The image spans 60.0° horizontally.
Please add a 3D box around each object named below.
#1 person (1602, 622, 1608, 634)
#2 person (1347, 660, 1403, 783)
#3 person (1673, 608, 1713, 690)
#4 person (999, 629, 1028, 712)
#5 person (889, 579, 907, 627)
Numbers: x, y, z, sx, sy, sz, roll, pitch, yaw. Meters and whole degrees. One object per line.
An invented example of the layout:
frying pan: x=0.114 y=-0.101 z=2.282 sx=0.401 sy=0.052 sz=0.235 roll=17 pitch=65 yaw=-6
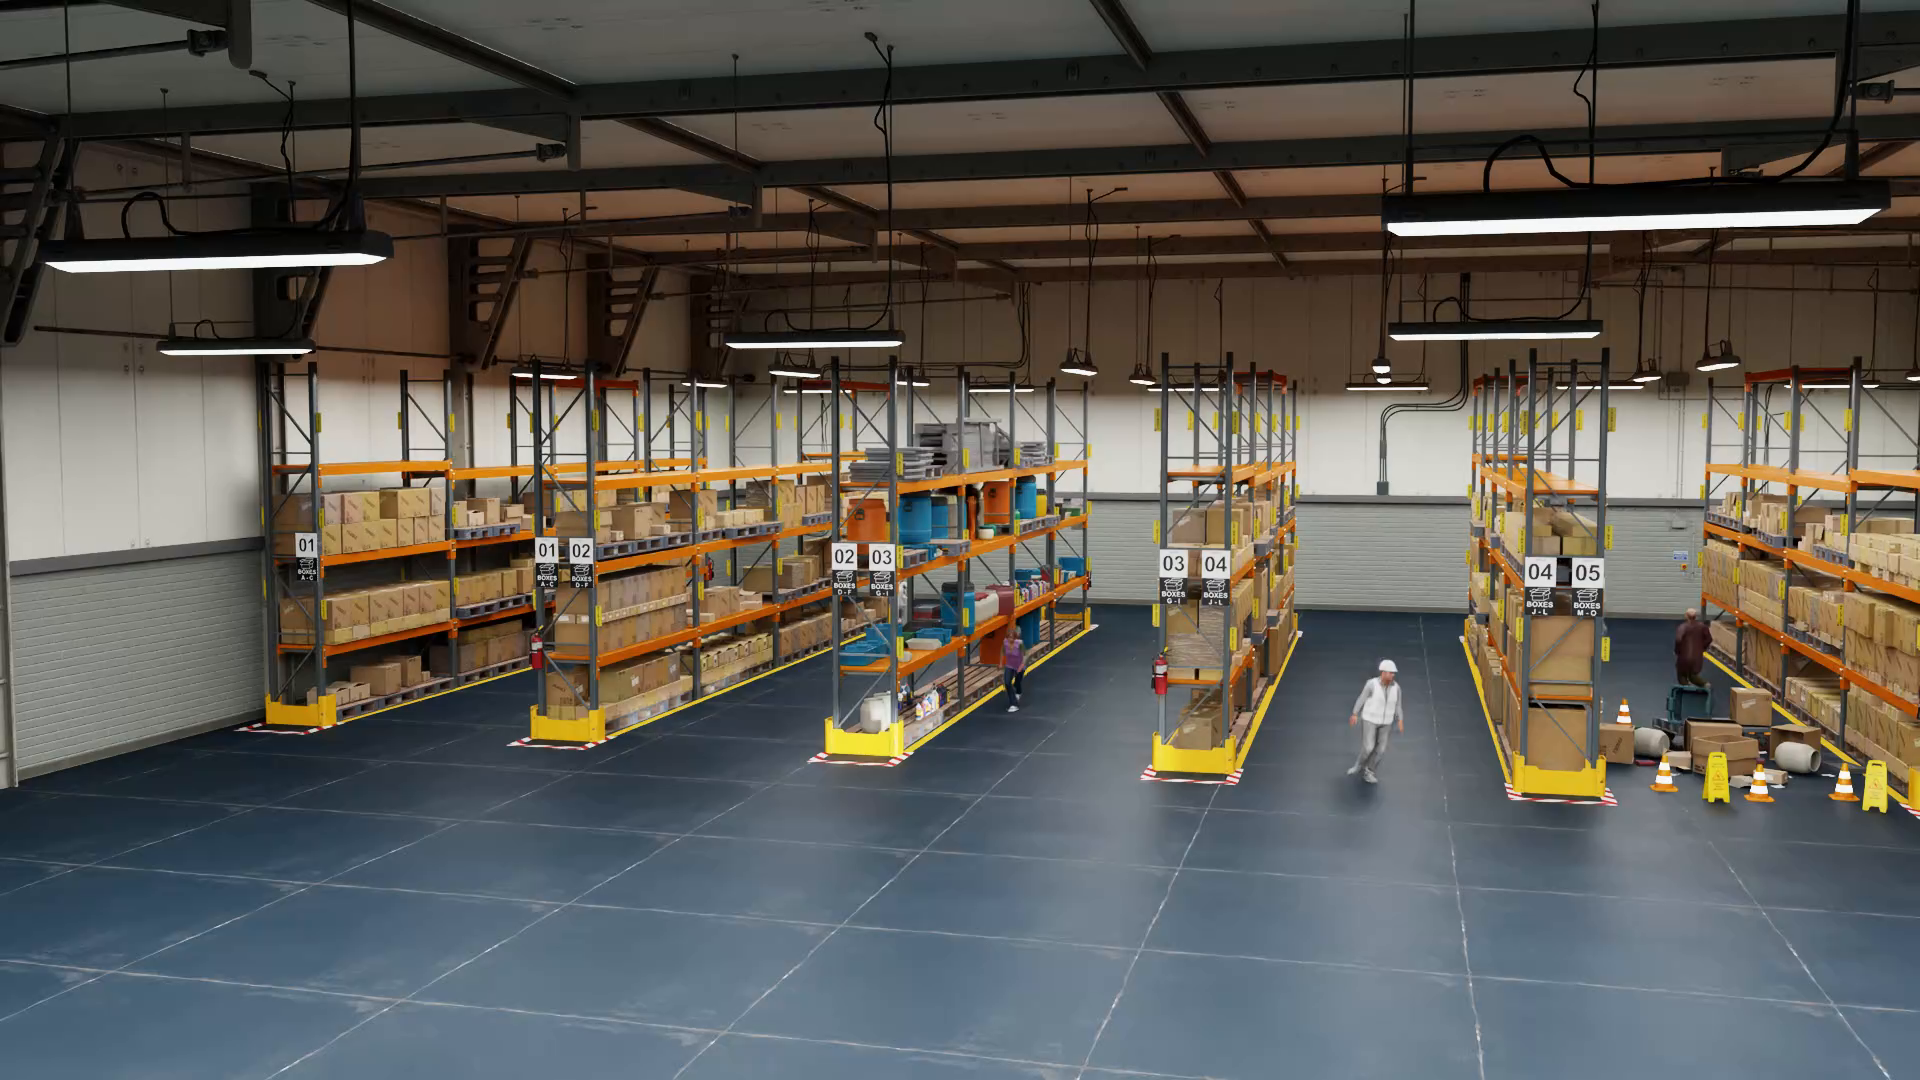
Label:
person: x=14.613 y=1.412 z=38.749 sx=0.883 sy=1.713 sz=0.570 roll=0 pitch=4 yaw=3
person: x=5.794 y=2.523 z=23.119 sx=0.692 sy=1.750 sz=0.599 roll=-1 pitch=4 yaw=-15
person: x=12.977 y=2.074 z=29.410 sx=0.694 sy=1.722 sz=0.770 roll=0 pitch=4 yaw=-5
person: x=0.981 y=2.236 z=29.052 sx=0.521 sy=1.447 sz=0.981 roll=1 pitch=4 yaw=17
person: x=-1.358 y=1.517 z=37.582 sx=0.584 sy=1.718 sz=0.695 roll=0 pitch=4 yaw=4
